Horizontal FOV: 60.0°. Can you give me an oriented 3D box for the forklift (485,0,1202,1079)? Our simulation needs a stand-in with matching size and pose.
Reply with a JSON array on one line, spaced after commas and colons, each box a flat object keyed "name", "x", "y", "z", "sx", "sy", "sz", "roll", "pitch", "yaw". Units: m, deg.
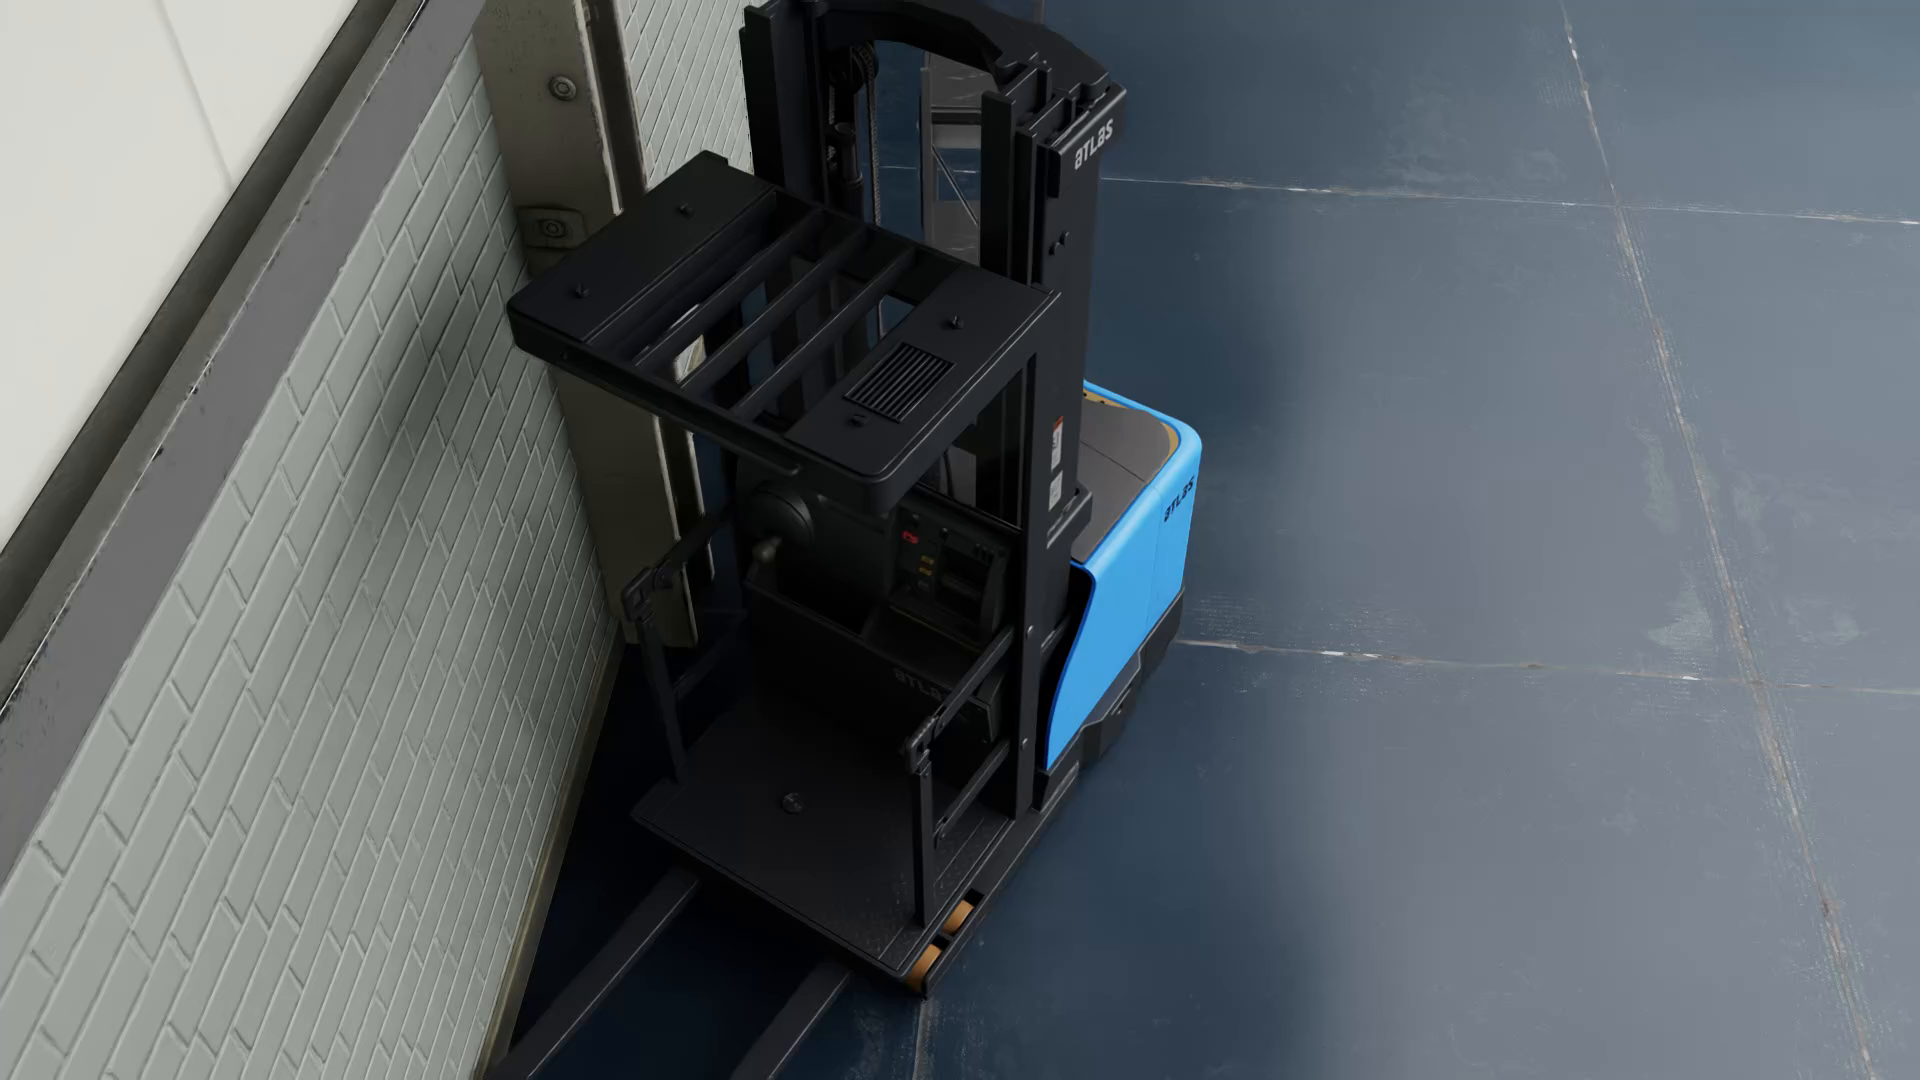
[{"name": "forklift", "x": -0.381, "y": 0.080, "z": 4.717, "sx": 1.130, "sy": 2.935, "sz": 3.031, "roll": 26, "pitch": 52, "yaw": 22}]

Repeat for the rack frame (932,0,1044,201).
[{"name": "rack frame", "x": 0.082, "y": -1.137, "z": 6.392, "sx": 0.400, "sy": 2.100, "sz": 0.015, "roll": 1, "pitch": 47, "yaw": 1}]

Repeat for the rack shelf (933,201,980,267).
[{"name": "rack shelf", "x": 0.077, "y": -0.949, "z": 6.236, "sx": 0.431, "sy": 0.518, "sz": 0.480, "roll": 1, "pitch": 47, "yaw": 1}]

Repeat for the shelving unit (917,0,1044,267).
[{"name": "shelving unit", "x": 0.077, "y": -0.959, "z": 6.226, "sx": 0.431, "sy": 2.100, "sz": 0.503, "roll": 1, "pitch": 47, "yaw": 1}]

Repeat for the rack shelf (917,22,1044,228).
[{"name": "rack shelf", "x": 0.078, "y": -1.427, "z": 5.724, "sx": 0.431, "sy": 0.518, "sz": 0.480, "roll": 1, "pitch": 47, "yaw": 1}]

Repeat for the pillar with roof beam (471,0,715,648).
[{"name": "pillar with roof beam", "x": 3.134, "y": -2.489, "z": 2.954, "sx": 9.100, "sy": 9.000, "sz": 0.400, "roll": 4, "pitch": 48, "yaw": 4}]

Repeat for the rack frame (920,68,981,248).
[{"name": "rack frame", "x": 0.072, "y": -0.780, "z": 6.059, "sx": 0.400, "sy": 2.100, "sz": 0.015, "roll": 1, "pitch": 47, "yaw": 1}]
